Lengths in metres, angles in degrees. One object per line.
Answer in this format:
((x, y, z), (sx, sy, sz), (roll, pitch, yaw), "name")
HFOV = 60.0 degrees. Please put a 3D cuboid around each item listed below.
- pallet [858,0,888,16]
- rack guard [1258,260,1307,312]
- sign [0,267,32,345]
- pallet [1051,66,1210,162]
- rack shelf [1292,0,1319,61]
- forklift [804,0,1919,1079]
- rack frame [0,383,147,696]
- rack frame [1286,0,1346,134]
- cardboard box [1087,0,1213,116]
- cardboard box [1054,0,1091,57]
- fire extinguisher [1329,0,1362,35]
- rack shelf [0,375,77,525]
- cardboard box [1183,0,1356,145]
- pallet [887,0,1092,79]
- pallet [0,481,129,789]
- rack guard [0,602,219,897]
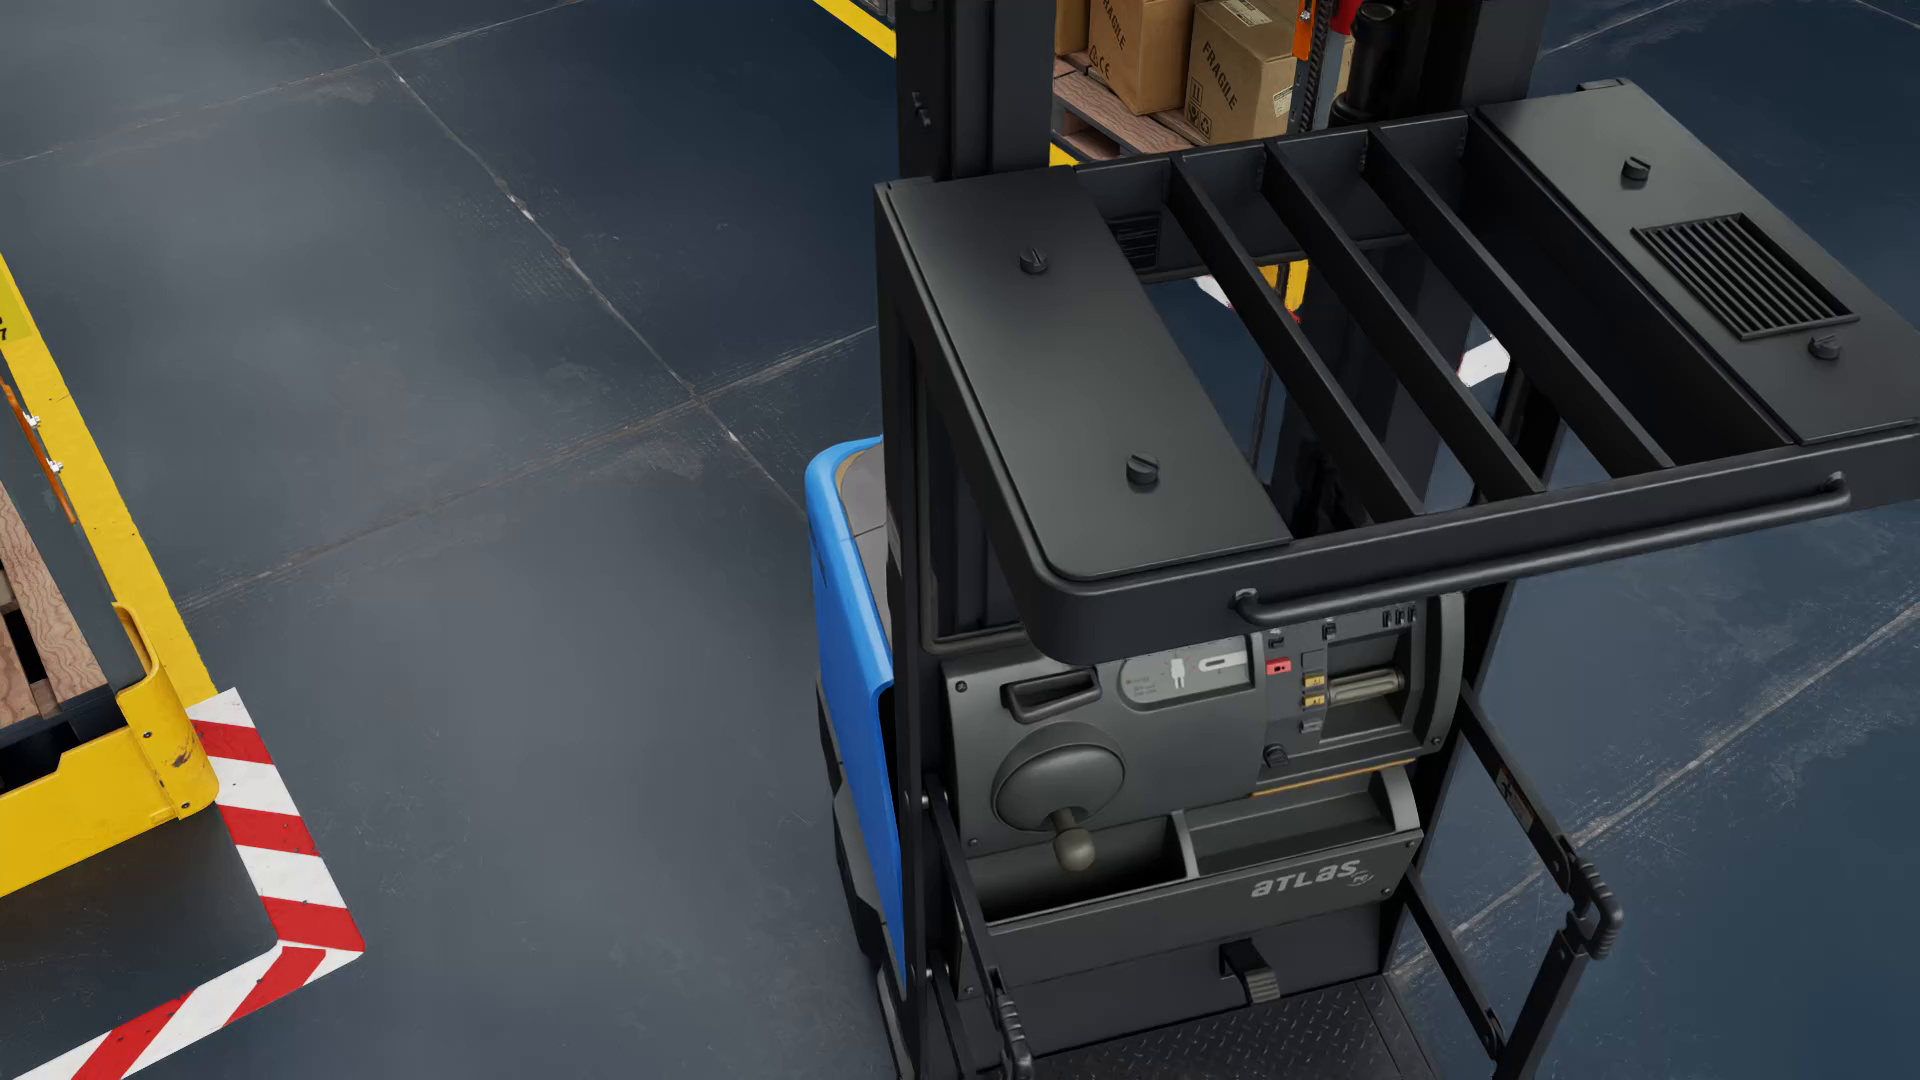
((-0.302, -3.073, 8.316), (1.003, 0.211, 1.213), (-26, 49, -24), "pallet")
((1.530, -1.321, 6.272), (1.175, 0.500, 0.348), (-26, 49, -24), "rack guard")
((-2.036, -0.541, 3.443), (0.100, 0.325, 0.005), (-26, 49, -24), "sign")
((1.094, -1.691, 6.868), (1.003, 0.211, 1.213), (-26, 49, -24), "pallet")
((0.429, -3.055, 6.798), (1.077, 0.370, 4.000), (-26, 49, -24), "rack shelf")
((0.491, 0.395, 2.713), (1.130, 2.935, 3.031), (-10, 45, -11), "forklift")
((-2.489, -0.226, 3.314), (1.000, 3.000, 0.127), (-26, 49, -24), "rack frame")
((1.573, -2.182, 5.364), (1.000, 3.000, 0.127), (-26, 49, -24), "rack frame")
((0.860, -2.115, 6.800), (0.500, 0.500, 0.500), (-14, 45, -14), "cardboard box")
((0.517, -2.477, 7.179), (0.500, 0.500, 0.500), (-21, 48, -21), "cardboard box")
((1.261, -1.907, 5.132), (0.296, 0.674, 0.183), (-26, 49, -24), "fire extinguisher")
((-3.633, -1.098, 4.749), (1.077, 0.370, 4.000), (-26, 49, -24), "rack shelf")
((1.230, -1.790, 6.459), (0.500, 0.500, 0.500), (-17, 46, -17), "cardboard box")
((0.400, -2.381, 7.591), (1.003, 0.211, 1.213), (-26, 49, -24), "pallet")
((-3.032, 0.296, 4.787), (1.003, 0.211, 1.213), (-26, 49, -24), "pallet")
((-2.571, 0.654, 4.203), (1.175, 0.500, 0.348), (-26, 49, -24), "rack guard")
